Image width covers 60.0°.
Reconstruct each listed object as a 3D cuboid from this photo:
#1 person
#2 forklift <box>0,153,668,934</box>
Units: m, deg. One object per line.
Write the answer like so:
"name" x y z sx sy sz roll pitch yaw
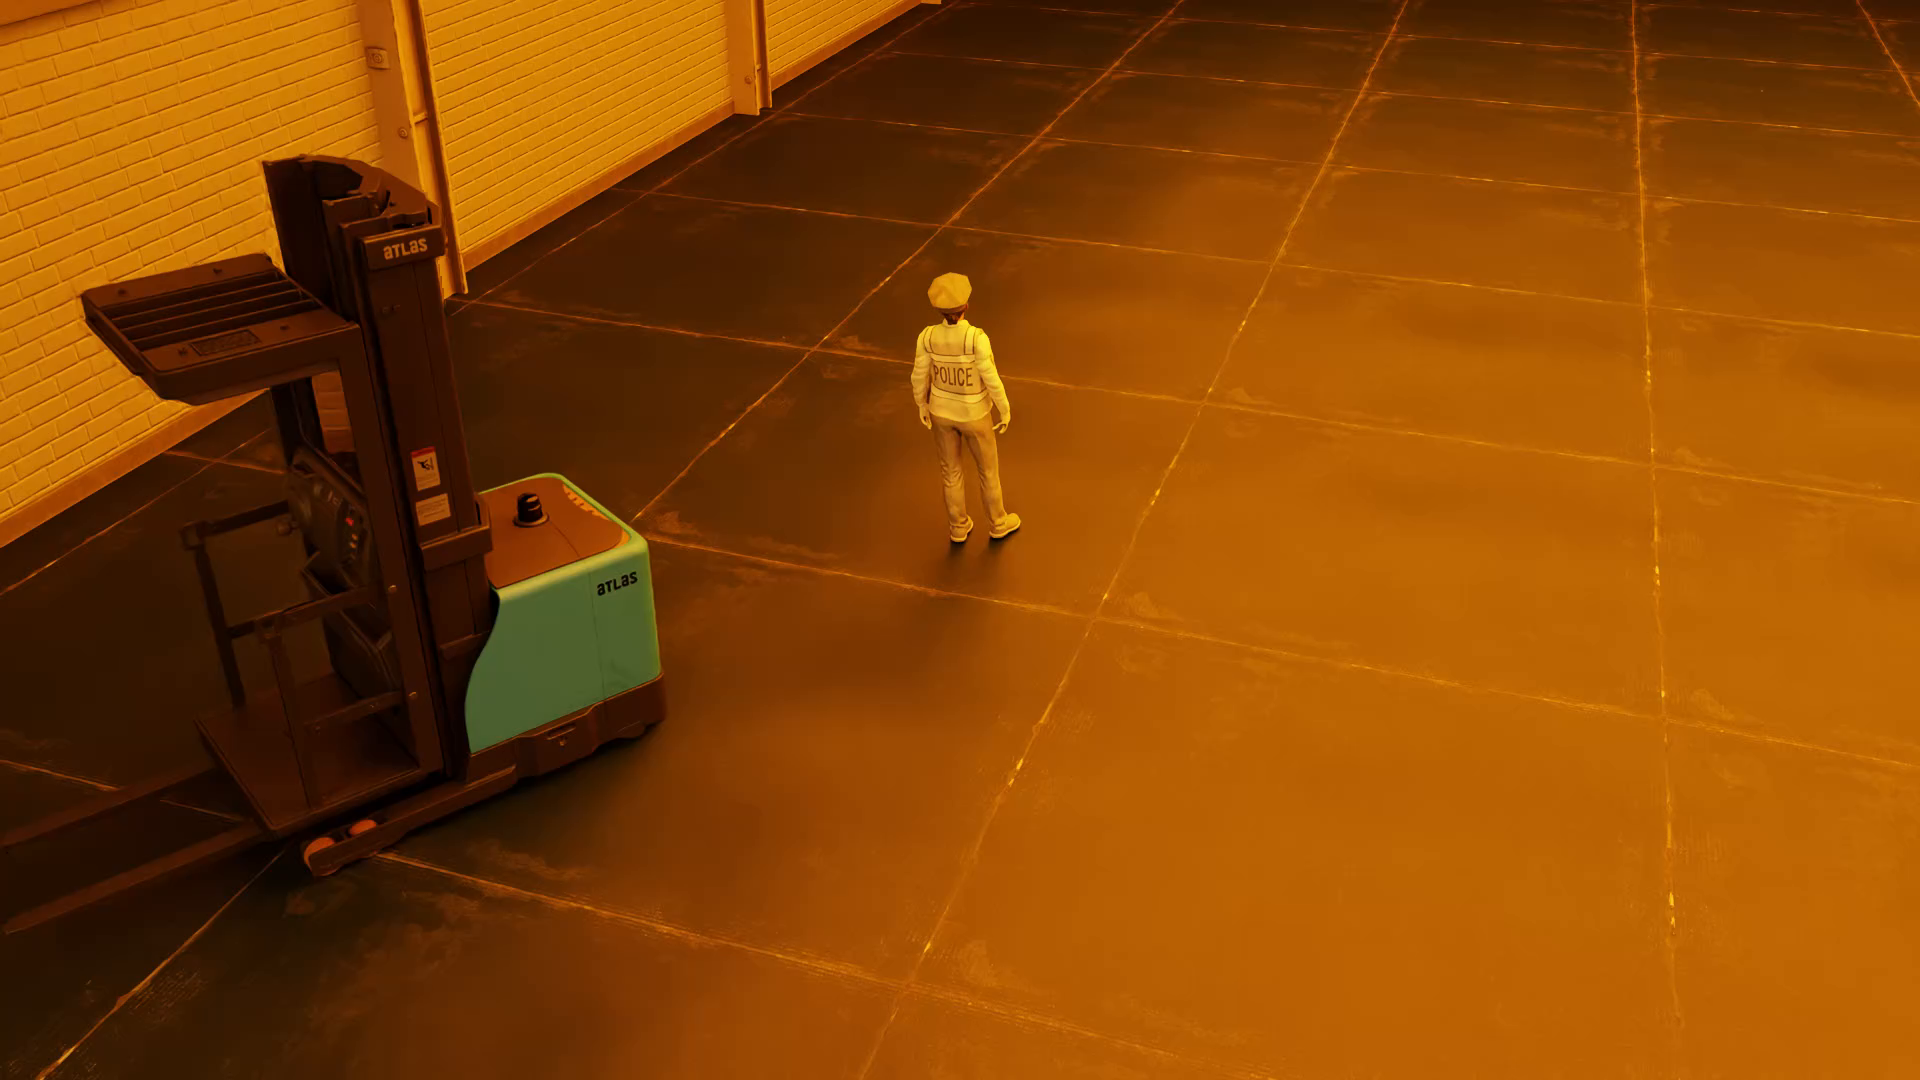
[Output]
"person" 0.028 -0.773 9.726 0.587 1.696 0.534 10 31 16
"forklift" -2.943 -0.065 7.251 3.031 2.935 1.130 -22 36 -33
